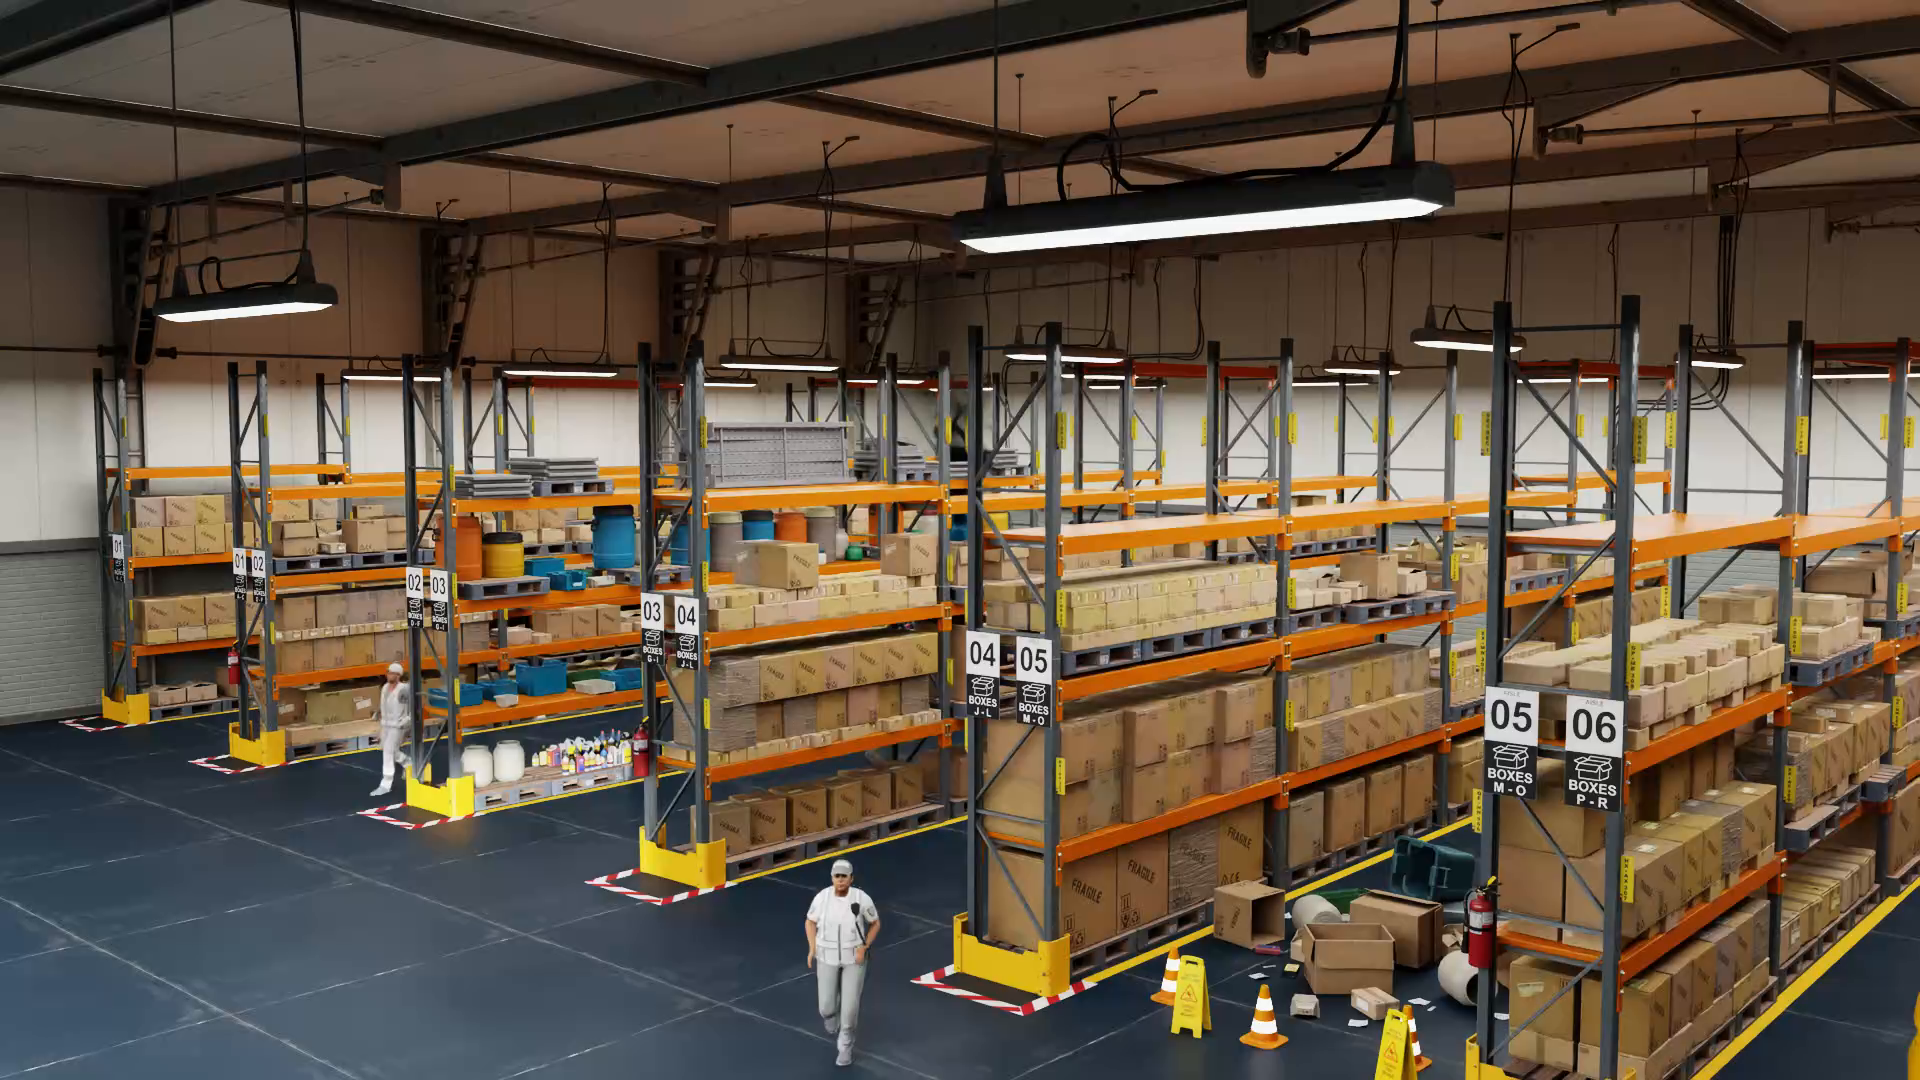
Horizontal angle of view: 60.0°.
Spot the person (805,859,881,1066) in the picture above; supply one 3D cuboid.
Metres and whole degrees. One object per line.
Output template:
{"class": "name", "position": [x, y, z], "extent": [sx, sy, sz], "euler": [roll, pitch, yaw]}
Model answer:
{"class": "person", "position": [-0.947, 3.376, 13.435], "extent": [0.616, 1.627, 0.562], "euler": [0, 4, 0]}

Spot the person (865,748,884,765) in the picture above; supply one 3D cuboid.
{"class": "person", "position": [-1.183, 2.618, 23.131], "extent": [0.583, 1.685, 0.661], "euler": [4, 6, 42]}

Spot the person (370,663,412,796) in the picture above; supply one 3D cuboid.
{"class": "person", "position": [-7.793, 2.588, 23.006], "extent": [0.703, 1.786, 0.887], "euler": [2, 5, 29]}
